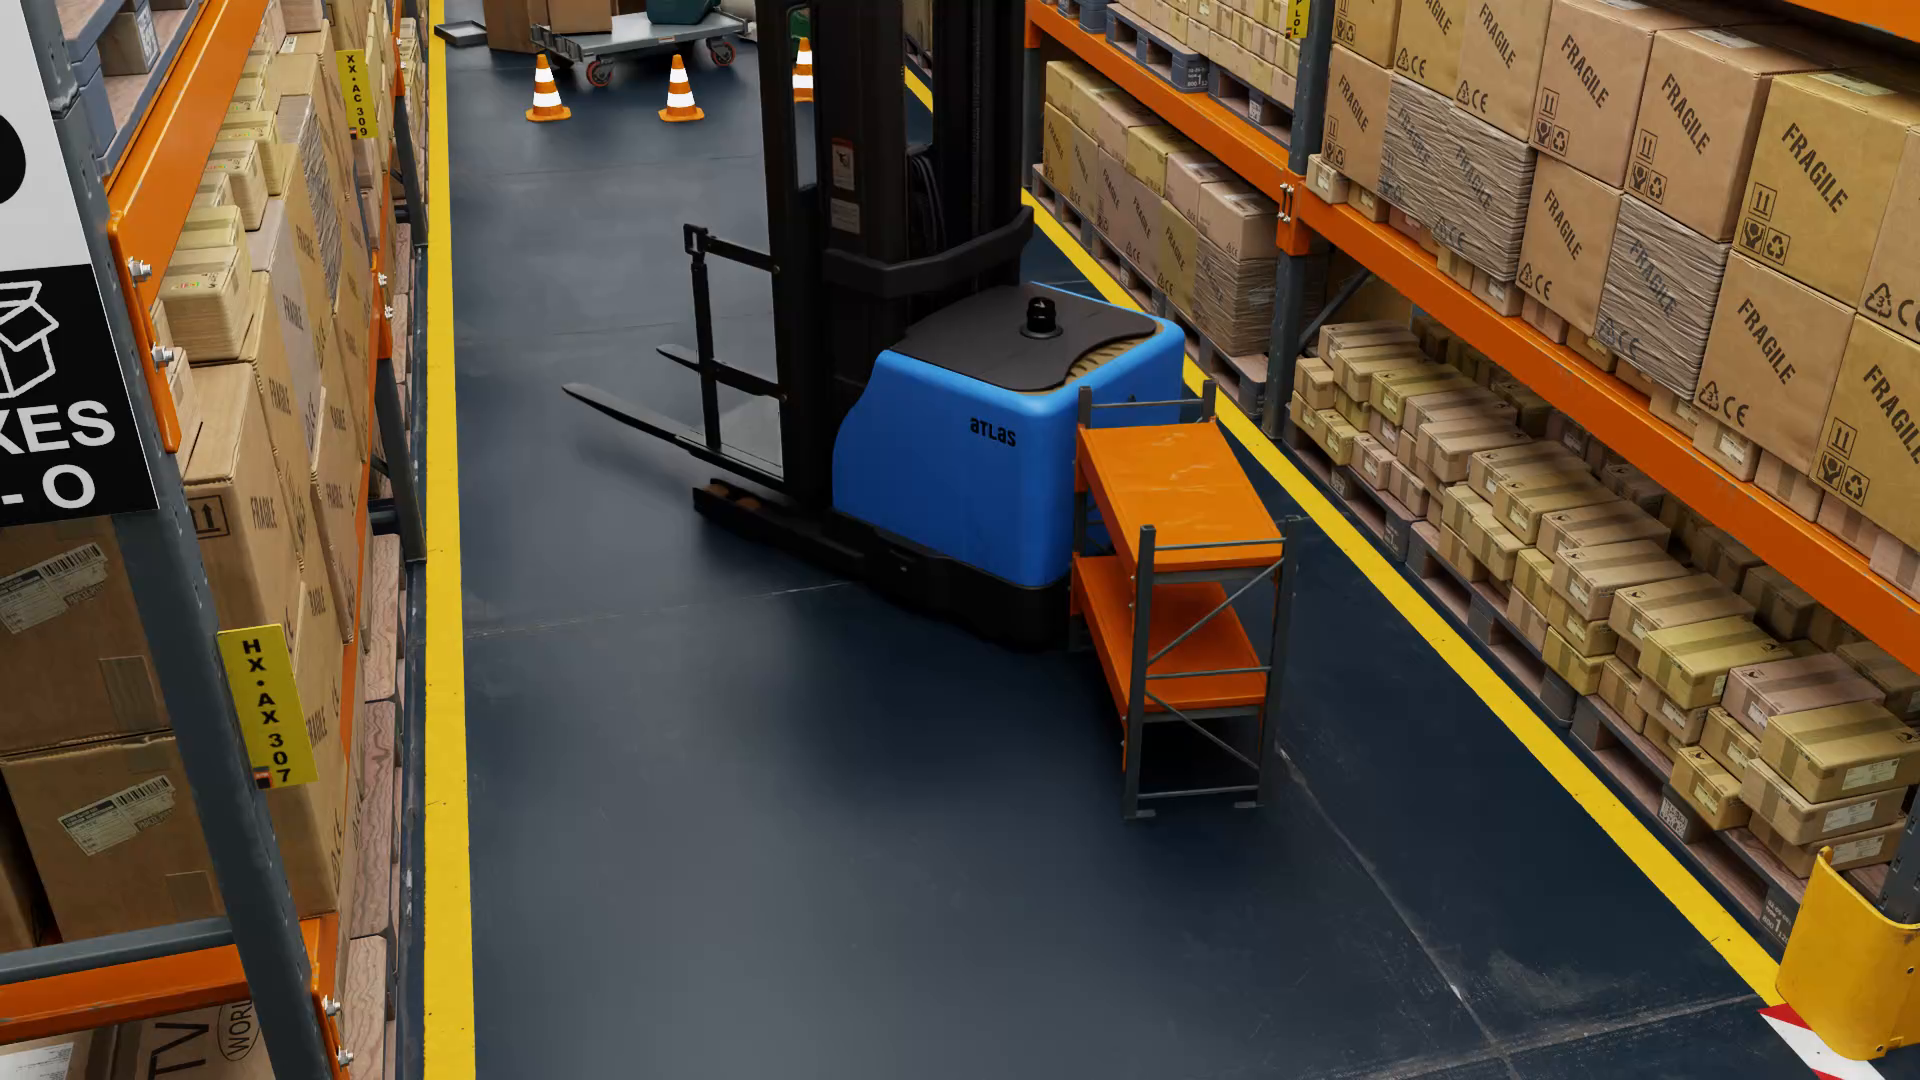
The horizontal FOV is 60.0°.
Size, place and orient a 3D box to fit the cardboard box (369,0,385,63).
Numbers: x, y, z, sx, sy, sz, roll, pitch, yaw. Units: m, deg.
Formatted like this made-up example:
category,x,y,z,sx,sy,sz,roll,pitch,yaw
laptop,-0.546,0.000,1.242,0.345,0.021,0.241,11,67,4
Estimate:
category,x,y,z,sx,sy,sz,roll,pitch,yaw
cardboard box,-3.162,-2.557,8.325,0.500,0.250,0.500,-9,31,-15

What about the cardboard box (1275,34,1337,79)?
category,x,y,z,sx,sy,sz,roll,pitch,yaw
cardboard box,1.681,-2.240,7.661,0.380,0.149,0.250,-7,31,-12

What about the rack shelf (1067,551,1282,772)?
category,x,y,z,sx,sy,sz,roll,pitch,yaw
rack shelf,0.738,0.392,5.938,0.538,0.278,1.000,-4,30,-6

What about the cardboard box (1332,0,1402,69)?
category,x,y,z,sx,sy,sz,roll,pitch,yaw
cardboard box,1.862,-2.227,6.709,0.500,0.500,0.500,-7,31,-12

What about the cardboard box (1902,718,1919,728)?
category,x,y,z,sx,sy,sz,roll,pitch,yaw
cardboard box,3.129,0.556,5.426,0.380,0.149,0.250,-8,31,-14

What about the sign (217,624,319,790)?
category,x,y,z,sx,sy,sz,roll,pitch,yaw
sign,-1.170,0.286,2.818,0.100,0.325,0.005,-8,31,-13

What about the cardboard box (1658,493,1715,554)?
category,x,y,z,sx,sy,sz,roll,pitch,yaw
cardboard box,2.859,-0.077,6.222,0.380,0.149,0.250,-7,31,-13

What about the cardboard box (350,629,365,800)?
category,x,y,z,sx,sy,sz,roll,pitch,yaw
cardboard box,-2.467,0.511,5.511,0.875,0.438,0.875,-9,31,-15

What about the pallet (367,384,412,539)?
category,x,y,z,sx,sy,sz,roll,pitch,yaw
pallet,-3.046,-0.322,7.595,1.003,0.211,1.213,-8,31,-13

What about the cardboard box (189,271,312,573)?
category,x,y,z,sx,sy,sz,roll,pitch,yaw
cardboard box,-1.704,-0.228,3.552,0.500,0.500,0.500,-9,31,-15

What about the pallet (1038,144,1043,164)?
category,x,y,z,sx,sy,sz,roll,pitch,yaw
pallet,0.779,-2.989,12.203,1.003,0.211,1.213,-8,31,-13

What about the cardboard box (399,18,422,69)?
category,x,y,z,sx,sy,sz,roll,pitch,yaw
cardboard box,-4.750,-3.821,13.061,0.950,0.372,0.625,-7,31,-13

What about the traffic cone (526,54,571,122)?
category,x,y,z,sx,sy,sz,roll,pitch,yaw
traffic cone,-3.213,-3.519,12.868,0.336,0.463,0.334,-8,31,-13

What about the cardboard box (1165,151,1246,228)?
category,x,y,z,sx,sy,sz,roll,pitch,yaw
cardboard box,1.412,-1.873,8.820,0.500,0.250,0.500,-6,31,-11

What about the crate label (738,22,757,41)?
category,x,y,z,sx,sy,sz,roll,pitch,yaw
crate label,-1.869,-4.608,15.074,0.250,0.136,0.298,19,35,29

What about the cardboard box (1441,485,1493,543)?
category,x,y,z,sx,sy,sz,roll,pitch,yaw
cardboard box,2.143,-0.112,6.578,0.380,0.149,0.250,-8,31,-14

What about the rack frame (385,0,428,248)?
category,x,y,z,sx,sy,sz,roll,pitch,yaw
rack frame,-3.830,-3.098,9.607,1.000,3.000,0.127,-8,31,-13

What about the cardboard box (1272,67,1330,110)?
category,x,y,z,sx,sy,sz,roll,pitch,yaw
cardboard box,1.681,-2.111,7.735,0.380,0.149,0.250,-9,31,-14

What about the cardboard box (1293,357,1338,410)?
category,x,y,z,sx,sy,sz,roll,pitch,yaw
cardboard box,1.765,-0.732,7.650,0.380,0.149,0.250,-6,31,-11

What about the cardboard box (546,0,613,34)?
category,x,y,z,sx,sy,sz,roll,pitch,yaw
cardboard box,-3.184,-4.527,13.816,0.500,0.500,0.500,-8,31,-13

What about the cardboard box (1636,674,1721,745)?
category,x,y,z,sx,sy,sz,roll,pitch,yaw
cardboard box,2.484,0.515,5.496,0.380,0.149,0.250,-9,31,-15

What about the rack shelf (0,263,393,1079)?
category,x,y,z,sx,sy,sz,roll,pitch,yaw
rack shelf,-2.238,0.112,4.781,1.077,0.370,4.000,-8,31,-13

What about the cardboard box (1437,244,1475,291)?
category,x,y,z,sx,sy,sz,roll,pitch,yaw
cardboard box,2.069,-1.084,6.380,0.380,0.149,0.250,-7,31,-12

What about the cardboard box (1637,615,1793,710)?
category,x,y,z,sx,sy,sz,roll,pitch,yaw
cardboard box,2.451,0.395,5.407,0.380,0.149,0.250,-9,31,-14

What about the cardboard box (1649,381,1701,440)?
category,x,y,z,sx,sy,sz,roll,pitch,yaw
cardboard box,2.437,-0.448,5.280,0.380,0.149,0.250,-9,31,-15

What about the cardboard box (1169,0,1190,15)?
category,x,y,z,sx,sy,sz,roll,pitch,yaw
cardboard box,1.328,-2.877,8.760,0.380,0.149,0.250,-8,31,-13

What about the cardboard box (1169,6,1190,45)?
category,x,y,z,sx,sy,sz,roll,pitch,yaw
cardboard box,1.332,-2.740,8.821,0.380,0.149,0.250,-7,31,-11

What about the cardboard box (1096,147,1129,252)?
category,x,y,z,sx,sy,sz,roll,pitch,yaw
cardboard box,1.135,-2.039,9.855,0.500,0.500,0.500,-9,31,-15

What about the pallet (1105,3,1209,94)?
category,x,y,z,sx,sy,sz,roll,pitch,yaw
pallet,1.480,-2.771,9.235,1.003,0.211,1.213,-8,31,-13

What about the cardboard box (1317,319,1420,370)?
category,x,y,z,sx,sy,sz,roll,pitch,yaw
cardboard box,1.869,-0.884,7.616,0.380,0.149,0.250,-7,31,-11

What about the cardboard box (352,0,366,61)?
category,x,y,z,sx,sy,sz,roll,pitch,yaw
cardboard box,-2.901,-2.377,7.265,0.500,0.500,0.500,-9,31,-15

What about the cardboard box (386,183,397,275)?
category,x,y,z,sx,sy,sz,roll,pitch,yaw
cardboard box,-3.727,-2.015,9.439,0.875,0.875,0.875,-8,31,-14

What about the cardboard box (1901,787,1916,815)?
category,x,y,z,sx,sy,sz,roll,pitch,yaw
cardboard box,3.208,0.816,5.273,0.380,0.149,0.250,-7,31,-12

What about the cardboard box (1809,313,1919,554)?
category,x,y,z,sx,sy,sz,roll,pitch,yaw
cardboard box,2.671,-0.296,4.370,0.500,0.500,0.500,-7,31,-12

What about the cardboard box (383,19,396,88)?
category,x,y,z,sx,sy,sz,roll,pitch,yaw
cardboard box,-3.295,-2.578,8.860,0.500,0.250,0.500,-7,31,-12

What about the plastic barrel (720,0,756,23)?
category,x,y,z,sx,sy,sz,roll,pitch,yaw
plastic barrel,-1.926,-4.966,15.406,0.512,0.421,0.421,13,32,21

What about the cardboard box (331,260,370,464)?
category,x,y,z,sx,sy,sz,roll,pitch,yaw
cardboard box,-2.110,-0.530,5.072,0.500,0.500,0.500,-8,31,-14

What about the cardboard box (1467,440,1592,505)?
category,x,y,z,sx,sy,sz,roll,pitch,yaw
cardboard box,2.231,-0.250,6.521,0.380,0.149,0.250,-9,31,-15

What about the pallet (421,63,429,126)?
category,x,y,z,sx,sy,sz,roll,pitch,yaw
pallet,-4.684,-3.447,12.994,1.003,0.211,1.213,-8,31,-13

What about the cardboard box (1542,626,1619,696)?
category,x,y,z,sx,sy,sz,roll,pitch,yaw
cardboard box,2.339,0.403,5.987,0.380,0.149,0.250,-9,31,-15

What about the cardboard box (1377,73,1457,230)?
category,x,y,z,sx,sy,sz,roll,pitch,yaw
cardboard box,2.004,-1.534,6.509,0.500,0.500,0.500,-8,31,-13

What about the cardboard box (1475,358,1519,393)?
category,x,y,z,sx,sy,sz,roll,pitch,yaw
cardboard box,2.501,-0.703,7.304,0.380,0.149,0.250,-8,31,-14

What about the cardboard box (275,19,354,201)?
category,x,y,z,sx,sy,sz,roll,pitch,yaw
cardboard box,-2.377,-1.451,5.664,0.500,0.500,0.500,-8,31,-14

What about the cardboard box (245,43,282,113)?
category,x,y,z,sx,sy,sz,roll,pitch,yaw
cardboard box,-2.172,-1.317,4.785,0.380,0.149,0.250,-8,31,-14

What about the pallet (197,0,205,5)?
category,x,y,z,sx,sy,sz,roll,pitch,yaw
pallet,-2.241,-1.441,3.839,1.003,0.211,1.213,-8,31,-13

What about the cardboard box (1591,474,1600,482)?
category,x,y,z,sx,sy,sz,roll,pitch,yaw
cardboard box,2.649,-0.197,6.725,0.380,0.149,0.250,-9,31,-16

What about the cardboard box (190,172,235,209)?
category,x,y,z,sx,sy,sz,roll,pitch,yaw
cardboard box,-1.839,-0.701,3.722,0.380,0.149,0.250,-8,31,-13

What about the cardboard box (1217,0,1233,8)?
category,x,y,z,sx,sy,sz,roll,pitch,yaw
cardboard box,1.474,-2.753,8.249,0.380,0.149,0.250,-8,31,-13

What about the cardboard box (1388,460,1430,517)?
category,x,y,z,sx,sy,sz,roll,pitch,yaw
cardboard box,2.066,-0.244,7.105,0.380,0.149,0.250,-8,31,-14

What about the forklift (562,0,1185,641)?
category,x,y,z,sx,sy,sz,roll,pitch,yaw
forklift,-0.554,-1.473,6.870,3.031,2.935,1.130,22,37,33

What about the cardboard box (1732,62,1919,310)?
category,x,y,z,sx,sy,sz,roll,pitch,yaw
cardboard box,2.543,-0.978,4.551,0.500,0.500,0.500,-9,31,-15

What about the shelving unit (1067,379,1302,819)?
category,x,y,z,sx,sy,sz,roll,pitch,yaw
shelving unit,0.738,0.180,5.815,0.538,1.125,1.048,-4,30,-6

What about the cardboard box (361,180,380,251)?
category,x,y,z,sx,sy,sz,roll,pitch,yaw
cardboard box,-2.631,-1.348,6.735,0.500,0.250,0.500,-9,31,-14

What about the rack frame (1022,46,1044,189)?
category,x,y,z,sx,sy,sz,roll,pitch,yaw
rack frame,0.915,-3.805,10.829,1.000,3.000,0.127,-8,31,-13
